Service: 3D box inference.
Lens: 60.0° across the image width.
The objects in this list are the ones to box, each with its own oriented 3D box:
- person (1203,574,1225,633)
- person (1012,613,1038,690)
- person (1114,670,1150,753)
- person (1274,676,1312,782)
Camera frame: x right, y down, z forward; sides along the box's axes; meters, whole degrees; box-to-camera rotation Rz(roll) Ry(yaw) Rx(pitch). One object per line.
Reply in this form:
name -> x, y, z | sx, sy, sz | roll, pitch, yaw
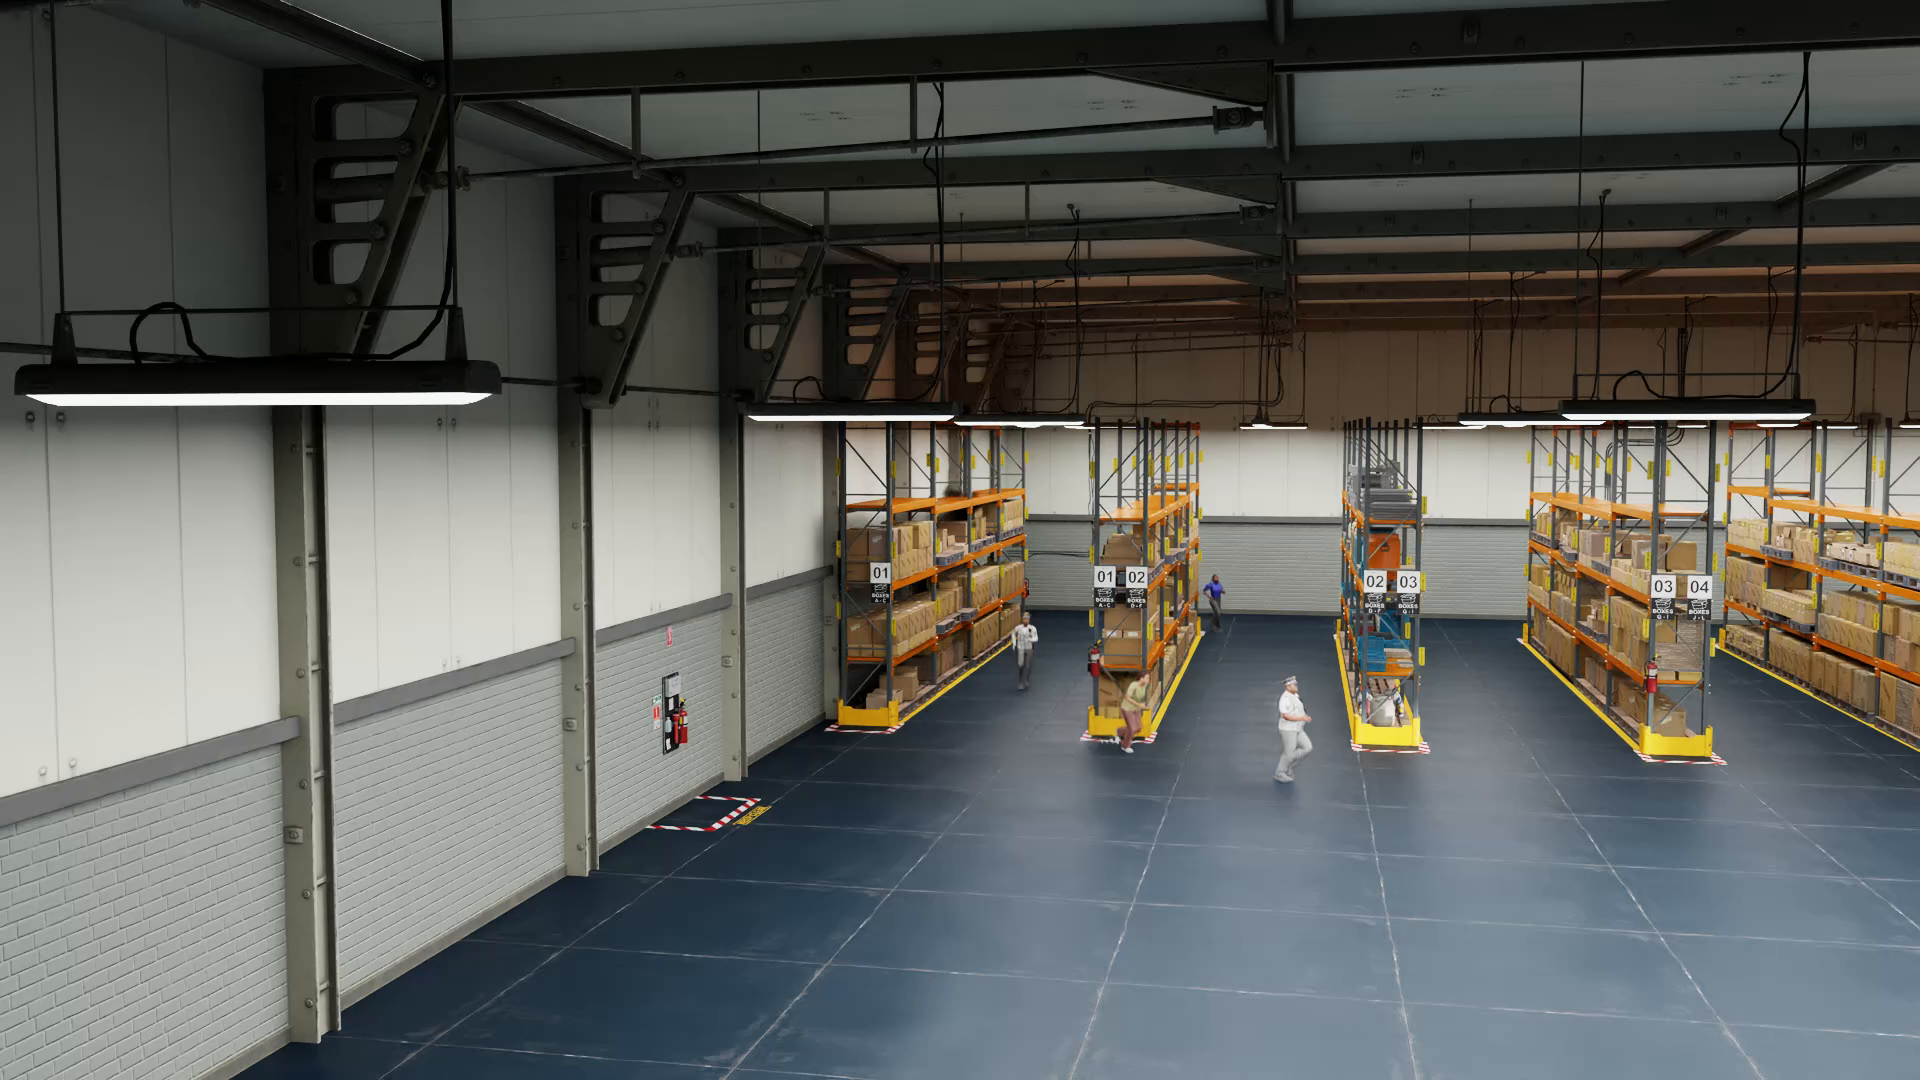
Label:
person -> 7.295, 1.829, 47.608 | 0.540, 1.720, 0.717 | -3, 5, -35
person -> 1.446, 2.476, 37.074 | 0.579, 1.730, 0.713 | 0, 4, 1
person -> 3.110, 3.045, 29.731 | 0.791, 1.515, 0.593 | 4, 5, 44
person -> 5.453, 3.077, 27.143 | 0.636, 1.742, 0.640 | 3, 4, 34
